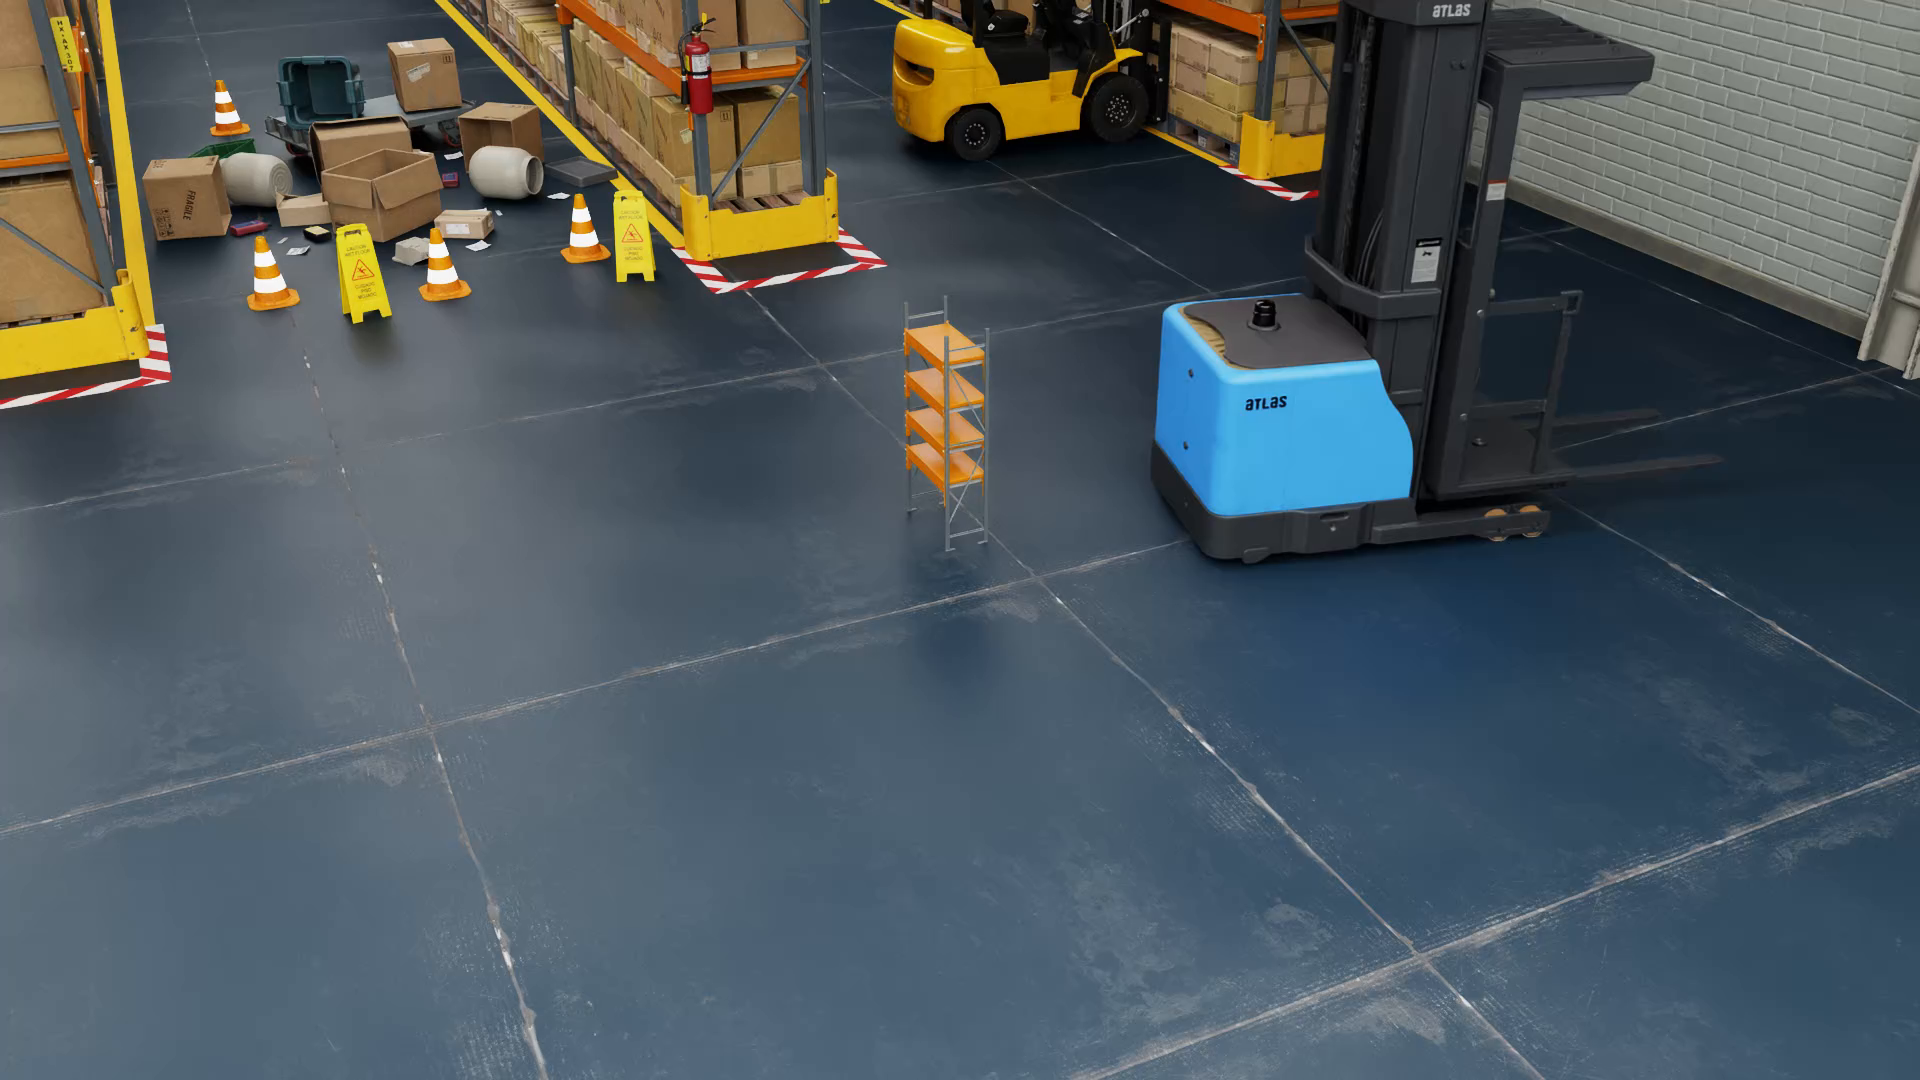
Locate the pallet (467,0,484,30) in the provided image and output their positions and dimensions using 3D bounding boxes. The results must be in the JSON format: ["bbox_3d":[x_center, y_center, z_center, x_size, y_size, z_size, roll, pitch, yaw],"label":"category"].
[{"bbox_3d":[-5.192,-6.236,19.656,1.003,0.211,1.213,-13,32,-22],"label":"pallet"}]

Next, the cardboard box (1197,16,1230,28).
[{"bbox_3d":[2.536,-4.714,15.449,0.500,0.250,0.500,-13,32,-22],"label":"cardboard box"}]

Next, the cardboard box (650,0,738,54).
[{"bbox_3d":[-1.969,-3.910,12.250,0.500,0.500,0.500,-14,32,-23],"label":"cardboard box"}]

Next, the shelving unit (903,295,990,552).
[{"bbox_3d":[-0.071,-0.596,8.587,0.258,1.200,0.503,-13,32,-22],"label":"shelving unit"}]

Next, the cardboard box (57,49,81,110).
[{"bbox_3d":[-6.497,-3.203,11.241,0.875,0.550,0.550,-13,32,-22],"label":"cardboard box"}]

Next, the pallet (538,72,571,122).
[{"bbox_3d":[-3.540,-4.449,16.468,1.003,0.211,1.213,-13,32,-22],"label":"pallet"}]

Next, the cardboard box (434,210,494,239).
[{"bbox_3d":[-3.874,-2.466,12.995,0.380,0.149,0.250,2,29,4],"label":"cardboard box"}]

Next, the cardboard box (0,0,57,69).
[{"bbox_3d":[-6.038,-3.179,10.095,0.875,0.550,0.550,-13,32,-22],"label":"cardboard box"}]

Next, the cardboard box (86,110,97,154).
[{"bbox_3d":[-7.979,-3.695,14.143,1.050,0.750,0.750,-13,32,-22],"label":"cardboard box"}]

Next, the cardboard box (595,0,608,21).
[{"bbox_3d":[-2.818,-4.439,13.855,0.380,0.149,0.250,-13,32,-22],"label":"cardboard box"}]

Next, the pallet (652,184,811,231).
[{"bbox_3d":[-1.836,-2.738,13.418,1.003,0.211,1.213,-13,32,-22],"label":"pallet"}]

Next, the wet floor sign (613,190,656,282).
[{"bbox_3d":[-2.372,-2.219,12.048,0.267,0.644,0.232,-3,29,-5],"label":"wet floor sign"}]

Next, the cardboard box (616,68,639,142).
[{"bbox_3d":[-2.504,-3.619,13.752,0.500,0.500,0.500,-14,32,-23],"label":"cardboard box"}]

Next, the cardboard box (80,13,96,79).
[{"bbox_3d":[-9.168,-4.919,16.326,1.050,0.750,0.750,-14,32,-23],"label":"cardboard box"}]

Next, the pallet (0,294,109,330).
[{"bbox_3d":[-6.328,-1.591,11.372,1.003,0.211,1.213,-13,32,-22],"label":"pallet"}]

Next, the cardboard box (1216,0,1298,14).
[{"bbox_3d":[2.546,-4.804,14.149,0.500,0.500,0.500,-14,32,-23],"label":"cardboard box"}]

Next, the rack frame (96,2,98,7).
[{"bbox_3d":[-11.066,-7.772,19.542,1.000,3.000,0.127,-13,32,-22],"label":"rack frame"}]

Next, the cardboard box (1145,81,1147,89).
[{"bbox_3d":[1.853,-4.393,15.899,0.500,0.250,0.500,-12,31,-20],"label":"cardboard box"}]

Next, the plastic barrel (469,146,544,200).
[{"bbox_3d":[-3.741,-3.026,13.713,0.512,0.421,0.421,7,30,13],"label":"plastic barrel"}]

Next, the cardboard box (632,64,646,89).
[{"bbox_3d":[-2.390,-3.708,13.247,0.380,0.149,0.250,-13,32,-21],"label":"cardboard box"}]

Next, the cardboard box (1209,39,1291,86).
[{"bbox_3d":[2.515,-4.157,14.455,0.500,0.250,0.500,-12,31,-20],"label":"cardboard box"}]

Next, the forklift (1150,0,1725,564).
[{"bbox_3d":[2.627,-1.518,8.460,3.031,2.935,1.130,-6,30,-11],"label":"forklift"}]

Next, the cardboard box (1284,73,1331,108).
[{"bbox_3d":[2.980,-4.052,14.780,0.500,0.250,0.500,-12,32,-21],"label":"cardboard box"}]

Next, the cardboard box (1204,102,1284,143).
[{"bbox_3d":[2.507,-3.724,14.706,0.500,0.250,0.500,-13,32,-22],"label":"cardboard box"}]

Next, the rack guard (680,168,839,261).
[{"bbox_3d":[-1.520,-2.498,12.694,1.175,0.500,0.348,-13,32,-22],"label":"rack guard"}]

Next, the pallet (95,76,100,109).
[{"bbox_3d":[-9.078,-4.424,16.424,1.003,0.211,1.213,-13,32,-22],"label":"pallet"}]

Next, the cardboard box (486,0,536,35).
[{"bbox_3d":[-4.688,-5.874,18.416,0.950,0.372,0.625,-15,33,-25],"label":"cardboard box"}]

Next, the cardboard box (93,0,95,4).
[{"bbox_3d":[-10.521,-6.590,19.562,0.500,0.500,0.500,-14,32,-23],"label":"cardboard box"}]

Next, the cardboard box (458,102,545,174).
[{"bbox_3d":[-3.973,-3.473,14.431,0.500,0.500,0.500,7,30,13],"label":"cardboard box"}]

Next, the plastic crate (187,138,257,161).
[{"bbox_3d":[-6.374,-3.235,14.268,0.450,0.188,0.662,-7,28,9],"label":"plastic crate"}]

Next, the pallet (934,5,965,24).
[{"bbox_3d":[0.398,-6.006,19.245,1.003,0.211,1.213,-13,32,-22],"label":"pallet"}]

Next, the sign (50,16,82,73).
[{"bbox_3d":[-5.410,-2.997,10.061,0.100,0.325,0.005,-13,32,-22],"label":"sign"}]

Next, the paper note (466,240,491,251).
[{"bbox_3d":[-3.690,-2.259,12.748,0.142,0.019,0.148,26,38,38],"label":"paper note"}]

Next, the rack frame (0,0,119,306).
[{"bbox_3d":[-5.914,-2.471,10.089,1.000,3.000,0.127,-13,32,-22],"label":"rack frame"}]

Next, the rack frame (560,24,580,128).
[{"bbox_3d":[-3.204,-5.322,15.174,1.000,3.000,0.127,-13,32,-22],"label":"rack frame"}]

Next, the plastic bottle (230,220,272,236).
[{"bbox_3d":[-5.573,-2.459,13.074,0.133,0.061,0.283,26,38,38],"label":"plastic bottle"}]

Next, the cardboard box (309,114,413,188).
[{"bbox_3d":[-4.936,-3.181,13.769,0.797,0.637,0.503,-13,32,-22],"label":"cardboard box"}]

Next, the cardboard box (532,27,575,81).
[{"bbox_3d":[-3.743,-4.907,16.691,0.950,0.372,0.625,-11,31,-19],"label":"cardboard box"}]

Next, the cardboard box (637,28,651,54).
[{"bbox_3d":[-2.278,-3.879,12.858,0.380,0.149,0.250,-13,32,-21],"label":"cardboard box"}]

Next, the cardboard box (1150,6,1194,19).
[{"bbox_3d":[1.854,-4.827,15.651,0.500,0.250,0.500,-14,32,-23],"label":"cardboard box"}]

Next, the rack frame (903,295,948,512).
[{"bbox_3d":[-0.176,-0.704,8.779,0.240,1.200,0.015,-13,32,-22],"label":"rack frame"}]

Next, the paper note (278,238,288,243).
[{"bbox_3d":[-5.241,-2.320,12.877,0.032,0.001,0.123,2,29,4],"label":"paper note"}]

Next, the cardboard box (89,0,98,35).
[{"bbox_3d":[-9.641,-5.685,17.948,0.500,0.500,0.500,-13,32,-21],"label":"cardboard box"}]

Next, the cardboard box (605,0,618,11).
[{"bbox_3d":[-2.592,-4.582,13.448,0.500,0.500,0.500,-13,32,-21],"label":"cardboard box"}]

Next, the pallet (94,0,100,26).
[{"bbox_3d":[-10.730,-6.212,19.612,1.003,0.211,1.213,-13,32,-22],"label":"pallet"}]

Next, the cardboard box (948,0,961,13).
[{"bbox_3d":[0.392,-6.417,19.126,0.875,0.625,0.625,-14,32,-24],"label":"cardboard box"}]

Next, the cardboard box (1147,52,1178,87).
[{"bbox_3d":[2.057,-4.397,15.396,0.500,0.250,0.500,-14,32,-23],"label":"cardboard box"}]

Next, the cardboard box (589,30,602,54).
[{"bbox_3d":[-2.973,-4.304,14.310,0.380,0.149,0.250,-12,31,-20],"label":"cardboard box"}]

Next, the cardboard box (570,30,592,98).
[{"bbox_3d":[-3.195,-4.315,14.994,0.500,0.500,0.500,-12,31,-20],"label":"cardboard box"}]

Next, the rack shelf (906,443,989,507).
[{"bbox_3d":[-0.071,-0.365,8.717,0.258,0.148,0.480,-13,32,-22],"label":"rack shelf"}]

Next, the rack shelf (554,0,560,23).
[{"bbox_3d":[-4.063,-5.891,16.925,1.077,0.370,4.000,-13,32,-22],"label":"rack shelf"}]

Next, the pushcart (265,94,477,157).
[{"bbox_3d":[-5.242,-3.677,14.922,0.936,0.377,1.648,26,38,38],"label":"pushcart"}]

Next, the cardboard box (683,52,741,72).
[{"bbox_3d":[-1.841,-3.565,12.298,0.380,0.149,0.250,-12,31,-20],"label":"cardboard box"}]

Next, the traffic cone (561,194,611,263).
[{"bbox_3d":[-2.837,-2.367,12.499,0.336,0.463,0.334,-13,32,-22],"label":"traffic cone"}]

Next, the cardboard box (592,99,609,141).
[{"bbox_3d":[-2.955,-3.755,14.761,0.500,0.250,0.500,-11,31,-19],"label":"cardboard box"}]

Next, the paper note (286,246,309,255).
[{"bbox_3d":[-5.036,-2.206,12.654,0.144,0.017,0.142,-3,29,-5],"label":"paper note"}]

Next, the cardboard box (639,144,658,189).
[{"bbox_3d":[-2.292,-3.070,13.539,0.500,0.250,0.500,-13,32,-22],"label":"cardboard box"}]
